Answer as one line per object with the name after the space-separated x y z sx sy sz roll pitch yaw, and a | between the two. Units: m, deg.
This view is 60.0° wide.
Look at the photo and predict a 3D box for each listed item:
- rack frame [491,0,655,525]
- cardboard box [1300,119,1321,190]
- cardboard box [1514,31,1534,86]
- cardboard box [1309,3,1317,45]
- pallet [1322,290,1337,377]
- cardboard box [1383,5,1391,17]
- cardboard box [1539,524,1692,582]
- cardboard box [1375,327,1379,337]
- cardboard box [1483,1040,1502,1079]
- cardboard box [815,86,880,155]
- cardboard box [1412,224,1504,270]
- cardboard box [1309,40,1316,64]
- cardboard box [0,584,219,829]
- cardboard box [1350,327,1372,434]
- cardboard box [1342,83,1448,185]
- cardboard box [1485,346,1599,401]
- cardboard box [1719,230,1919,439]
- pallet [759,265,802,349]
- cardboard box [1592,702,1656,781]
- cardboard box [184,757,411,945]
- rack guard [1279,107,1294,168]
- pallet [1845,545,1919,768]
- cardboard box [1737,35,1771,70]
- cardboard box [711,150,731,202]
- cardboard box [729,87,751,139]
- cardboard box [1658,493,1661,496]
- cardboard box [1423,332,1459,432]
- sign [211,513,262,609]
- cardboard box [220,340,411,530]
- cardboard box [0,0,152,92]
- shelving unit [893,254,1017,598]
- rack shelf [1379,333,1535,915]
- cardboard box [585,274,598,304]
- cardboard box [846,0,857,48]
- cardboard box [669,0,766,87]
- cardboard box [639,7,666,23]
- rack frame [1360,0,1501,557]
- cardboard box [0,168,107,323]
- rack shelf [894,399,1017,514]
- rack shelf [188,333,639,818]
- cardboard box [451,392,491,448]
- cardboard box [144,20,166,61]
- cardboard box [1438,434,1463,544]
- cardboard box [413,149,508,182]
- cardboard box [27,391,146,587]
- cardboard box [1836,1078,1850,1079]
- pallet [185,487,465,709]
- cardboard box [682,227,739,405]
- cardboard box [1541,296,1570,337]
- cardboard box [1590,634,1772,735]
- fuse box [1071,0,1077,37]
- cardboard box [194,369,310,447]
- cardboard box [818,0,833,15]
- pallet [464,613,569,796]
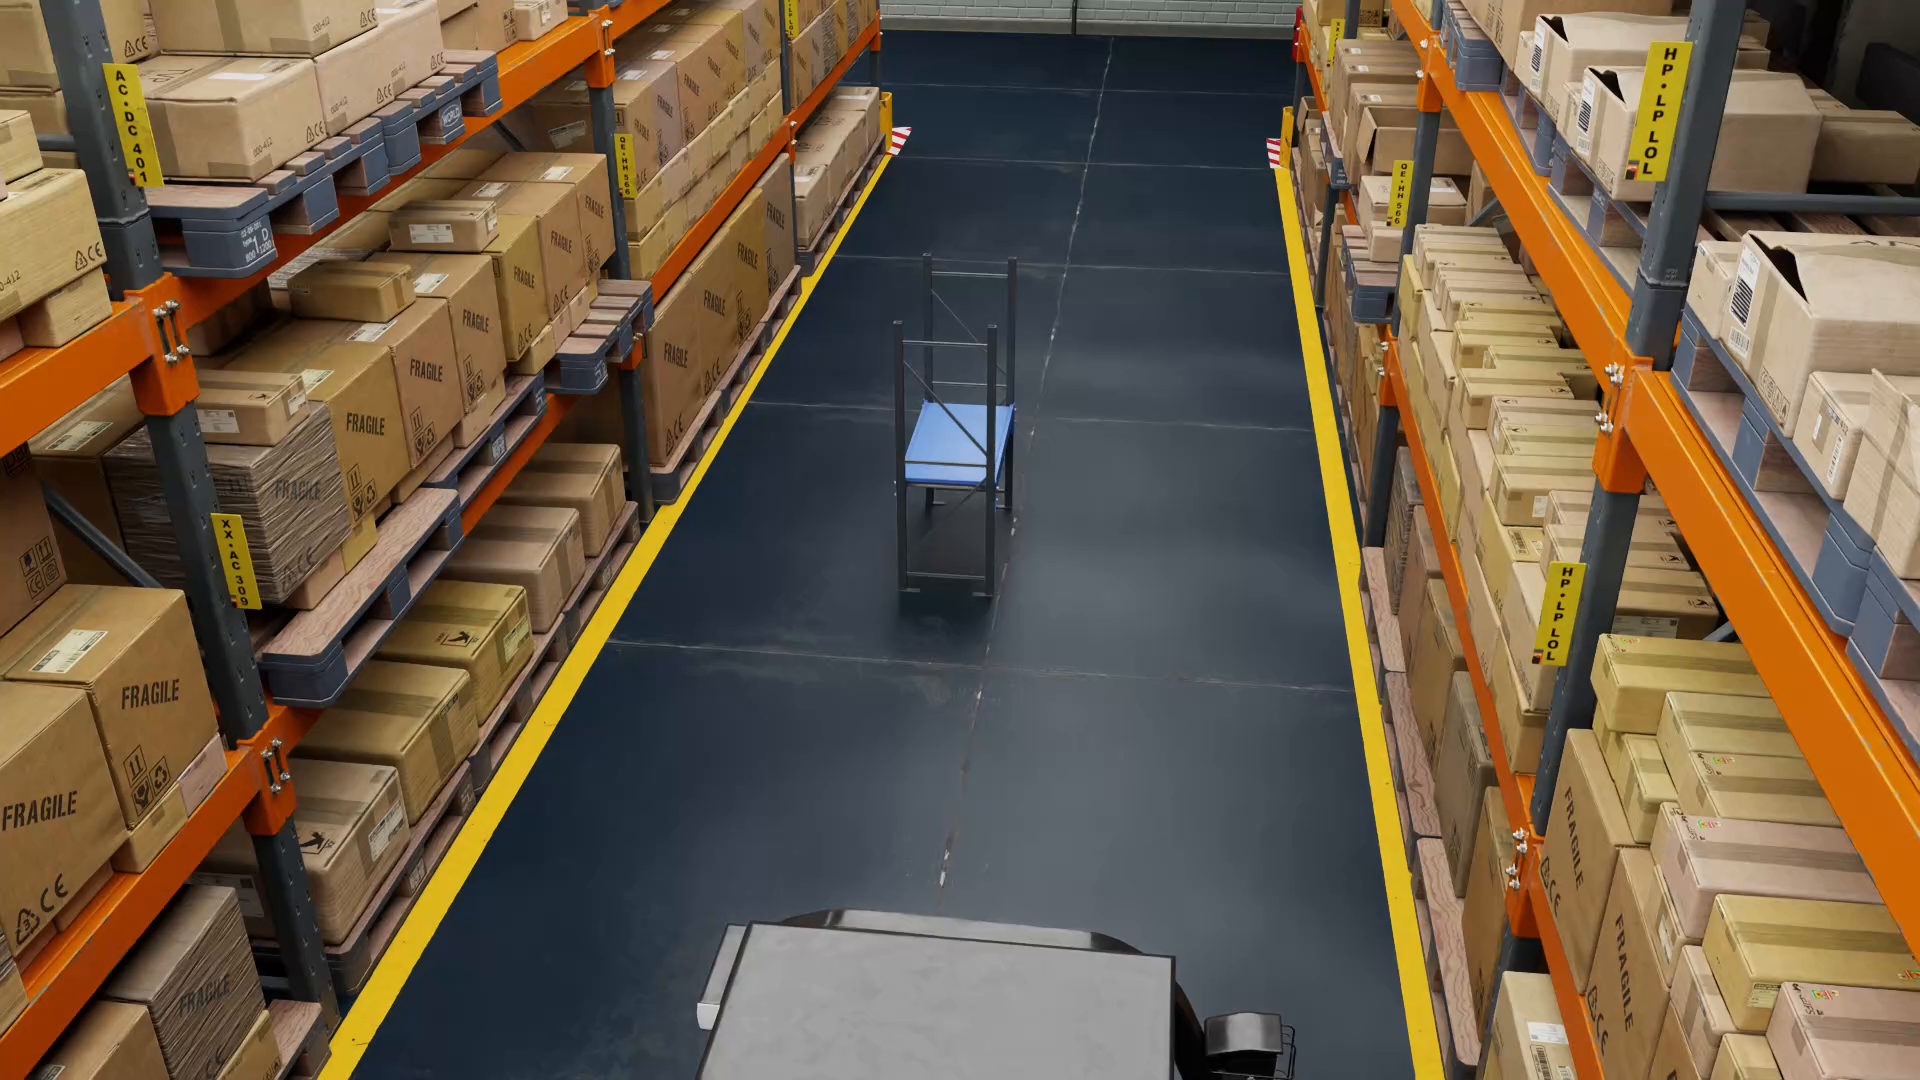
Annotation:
-2.250 -1.463 8.802 1.000 3.000 0.127 3 28 6 | rack frame
3.345 -3.344 14.487 0.700 0.500 0.500 4 29 8 | cardboard box
2.115 -1.630 5.668 0.380 0.149 0.250 3 28 6 | cardboard box
3.214 -4.333 13.974 0.500 0.250 0.500 3 28 5 | cardboard box
3.105 -1.446 11.712 1.003 0.211 1.213 3 28 6 | pallet
3.735 -4.299 13.912 0.500 0.250 0.500 4 29 8 | cardboard box
2.022 0.081 5.148 0.380 0.149 0.250 3 28 5 | cardboard box
2.642 -1.167 9.761 0.380 0.149 0.250 4 29 8 | cardboard box
1.821 1.722 4.820 0.500 0.250 0.500 3 28 6 | cardboard box
-1.251 -3.969 15.713 0.875 0.438 0.875 2 28 4 | cardboard box
2.346 -1.373 7.846 0.380 0.149 0.250 4 29 8 | cardboard box
3.138 -4.089 13.942 0.380 0.149 0.250 3 28 5 | cardboard box
-2.547 0.469 4.798 0.500 0.500 0.500 3 28 5 | cardboard box
2.649 -0.953 10.050 0.500 0.500 0.500 5 29 8 | cardboard box
2.726 -2.460 10.105 0.700 0.500 0.500 3 28 6 | cardboard box
2.262 -0.637 6.480 0.380 0.149 0.250 3 28 6 | cardboard box
1.843 -0.426 3.261 0.500 0.311 0.500 4 29 7 | cardboard box
-1.779 -1.750 12.276 1.003 0.211 1.213 3 28 6 | pallet
1.887 0.512 4.348 0.380 0.149 0.250 3 28 5 | cardboard box
-2.678 1.145 6.290 0.950 0.372 0.625 4 29 7 | cardboard box
3.648 -3.806 15.787 1.175 0.500 0.348 3 28 6 | rack guard
1.956 0.401 2.274 1.003 0.211 1.213 3 28 6 | pallet
2.492 -1.616 5.622 0.380 0.166 0.250 3 28 6 | cardboard box
-1.767 -2.334 10.578 0.500 0.250 0.500 3 28 6 | cardboard box
-1.684 -2.798 10.912 0.500 0.250 0.500 4 29 7 | cardboard box
2.570 -0.138 5.554 0.380 0.149 0.250 3 28 6 | cardboard box
2.236 -0.654 6.933 0.500 0.250 0.500 3 28 5 | cardboard box
-2.200 0.067 5.050 0.100 0.325 0.005 3 28 6 | sign
-2.337 -0.380 5.930 0.500 0.500 0.500 3 29 6 | cardboard box
-2.795 -1.520 4.934 0.500 0.250 0.500 4 29 7 | cardboard box
-0.010 -0.620 8.820 0.538 1.500 1.048 3 28 6 | shelving unit
2.432 0.082 6.693 1.077 0.370 4.000 3 28 6 | rack shelf
-2.017 -1.239 8.209 0.380 0.149 0.250 4 29 7 | cardboard box
-1.195 -4.552 14.431 0.500 0.500 0.500 4 29 8 | cardboard box
-1.621 -3.361 11.166 0.500 0.500 0.500 4 29 7 | cardboard box
-2.197 -3.162 10.798 0.500 0.500 0.500 3 28 5 | cardboard box
2.677 -1.176 8.270 1.000 3.000 0.127 3 28 6 | rack frame
-2.527 -0.741 4.145 0.500 0.250 0.500 3 28 6 | cardboard box
-0.010 -0.462 8.905 0.538 0.185 1.000 3 28 6 | rack shelf
-2.495 -0.205 7.226 1.077 0.370 4.000 3 28 6 | rack shelf
-2.171 -0.508 6.852 0.380 0.149 0.250 4 29 8 | cardboard box
-2.745 -1.541 5.500 0.500 0.250 0.500 4 29 7 | cardboard box
2.192 -0.192 6.602 0.500 0.250 0.500 4 29 8 | cardboard box
-2.534 -1.624 8.240 0.500 0.500 0.500 3 28 5 | cardboard box
-2.911 -0.171 5.542 0.500 0.500 0.500 3 28 5 | cardboard box
1.762 1.108 2.927 0.380 0.149 0.250 3 29 6 | cardboard box
-2.502 0.153 6.005 1.003 0.211 1.213 3 28 6 | pallet
-1.969 -1.452 10.580 0.875 0.875 0.875 4 29 7 | cardboard box
2.837 -0.862 7.318 0.500 0.250 0.500 4 29 7 | cardboard box
1.854 0.379 4.281 0.380 0.149 0.250 4 29 7 | cardboard box
1.465 -7.126 20.673 0.539 1.711 0.414 3 28 6 | fuse box
-2.331 -0.426 5.333 0.380 0.149 0.250 3 28 6 | cardboard box
-1.319 -4.518 13.314 0.500 0.500 0.500 4 29 7 | cardboard box
-2.499 0.705 7.718 1.003 0.211 1.213 3 28 6 | pallet
